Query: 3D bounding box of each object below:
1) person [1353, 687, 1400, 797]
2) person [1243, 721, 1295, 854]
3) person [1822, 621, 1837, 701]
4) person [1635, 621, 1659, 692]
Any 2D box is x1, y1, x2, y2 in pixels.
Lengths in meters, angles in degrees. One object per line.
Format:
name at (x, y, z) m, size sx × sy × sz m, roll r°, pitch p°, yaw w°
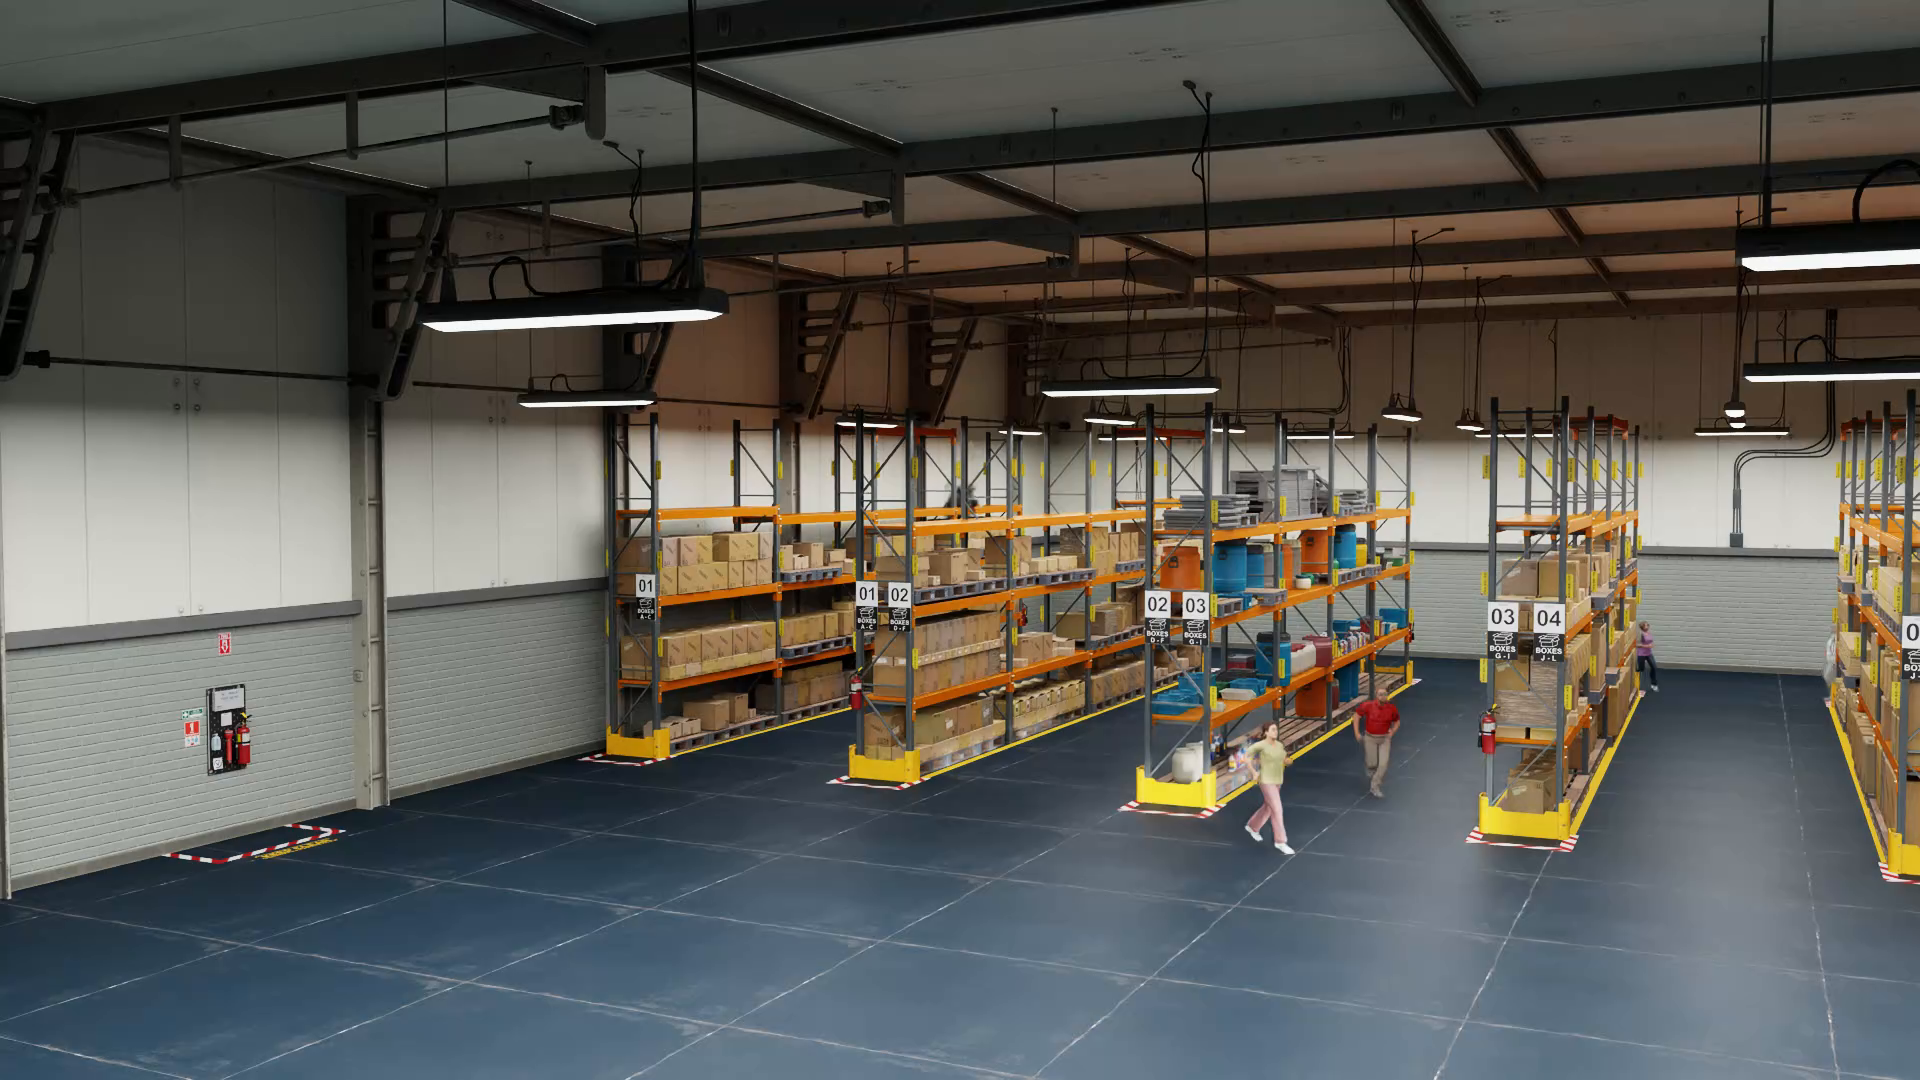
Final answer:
person at (6.445, 3.104, 25.691) m, size 0.700 × 1.688 × 0.711 m, roll 0°, pitch 2°, yaw 2°
person at (4.088, 3.220, 21.911) m, size 0.563 × 1.685 × 0.922 m, roll -2°, pitch 3°, yaw -39°
person at (19.070, 2.625, 36.124) m, size 0.590 × 1.758 × 0.698 m, roll 1°, pitch 2°, yaw 14°
person at (15.493, 2.641, 37.783) m, size 0.548 × 1.640 × 0.770 m, roll -1°, pitch 3°, yaw -27°
